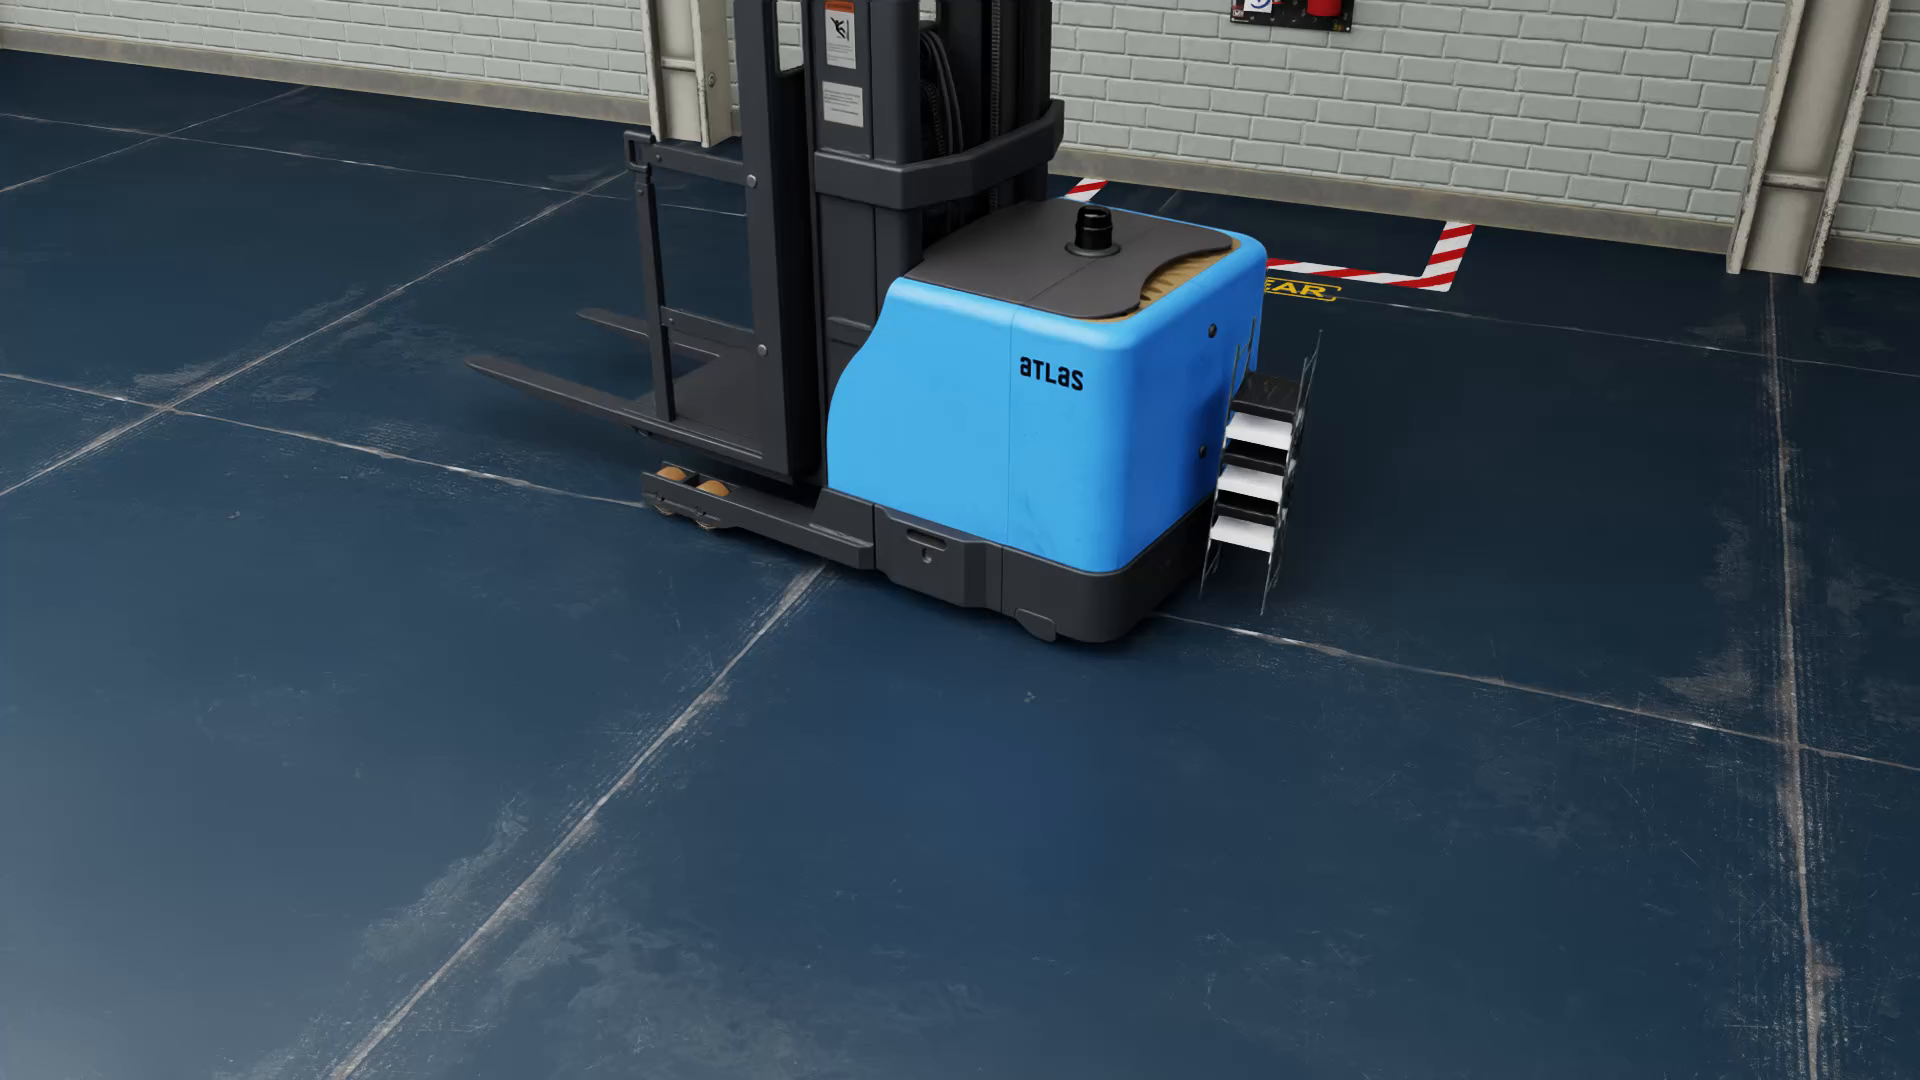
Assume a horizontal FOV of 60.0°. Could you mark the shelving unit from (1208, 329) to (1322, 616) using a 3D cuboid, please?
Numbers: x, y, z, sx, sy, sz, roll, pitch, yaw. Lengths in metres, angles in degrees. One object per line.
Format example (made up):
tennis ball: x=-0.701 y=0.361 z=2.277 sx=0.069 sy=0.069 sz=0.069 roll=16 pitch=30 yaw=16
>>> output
shelving unit: x=-6.948 y=-3.289 z=10.655 sx=19.407 sy=1.993 sz=6.168 roll=14 pitch=32 yaw=17

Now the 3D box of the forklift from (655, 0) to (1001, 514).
forklift: x=-0.517 y=-1.511 z=5.445 sx=3.031 sy=2.935 sz=1.121 roll=18 pitch=34 yaw=29

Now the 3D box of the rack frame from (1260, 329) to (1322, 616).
rack frame: x=1.031 y=-0.198 z=5.187 sx=0.006 sy=0.900 sz=0.240 roll=14 pitch=32 yaw=17

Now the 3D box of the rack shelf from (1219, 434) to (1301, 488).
rack shelf: x=0.939 y=-0.270 z=5.187 sx=0.200 sy=0.077 sz=0.258 roll=14 pitch=32 yaw=17

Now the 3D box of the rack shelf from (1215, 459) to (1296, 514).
rack shelf: x=0.935 y=-0.193 z=5.233 sx=0.200 sy=0.077 sz=0.258 roll=14 pitch=32 yaw=17

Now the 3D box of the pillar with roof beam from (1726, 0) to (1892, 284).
pillar with roof beam: x=2.328 y=-3.280 z=2.408 sx=0.400 sy=9.000 sz=9.100 roll=11 pitch=31 yaw=19

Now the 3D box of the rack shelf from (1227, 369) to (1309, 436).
rack shelf: x=0.949 y=-0.425 z=5.096 sx=0.200 sy=0.077 sz=0.258 roll=14 pitch=32 yaw=17

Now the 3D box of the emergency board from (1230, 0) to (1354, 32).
emergency board: x=1.671 y=-3.106 z=8.197 sx=0.643 sy=1.169 sz=0.194 roll=11 pitch=31 yaw=19

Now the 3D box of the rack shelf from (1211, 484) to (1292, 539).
rack shelf: x=0.930 y=-0.115 z=5.279 sx=0.200 sy=0.077 sz=0.258 roll=14 pitch=32 yaw=17

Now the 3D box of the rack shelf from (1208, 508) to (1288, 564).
rack shelf: x=-6.967 y=-3.021 z=10.815 sx=19.403 sy=1.368 sz=6.168 roll=14 pitch=32 yaw=17

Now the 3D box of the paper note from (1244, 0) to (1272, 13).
paper note: x=1.533 y=-2.787 z=8.527 sx=0.142 sy=0.148 sz=0.016 roll=11 pitch=31 yaw=19
